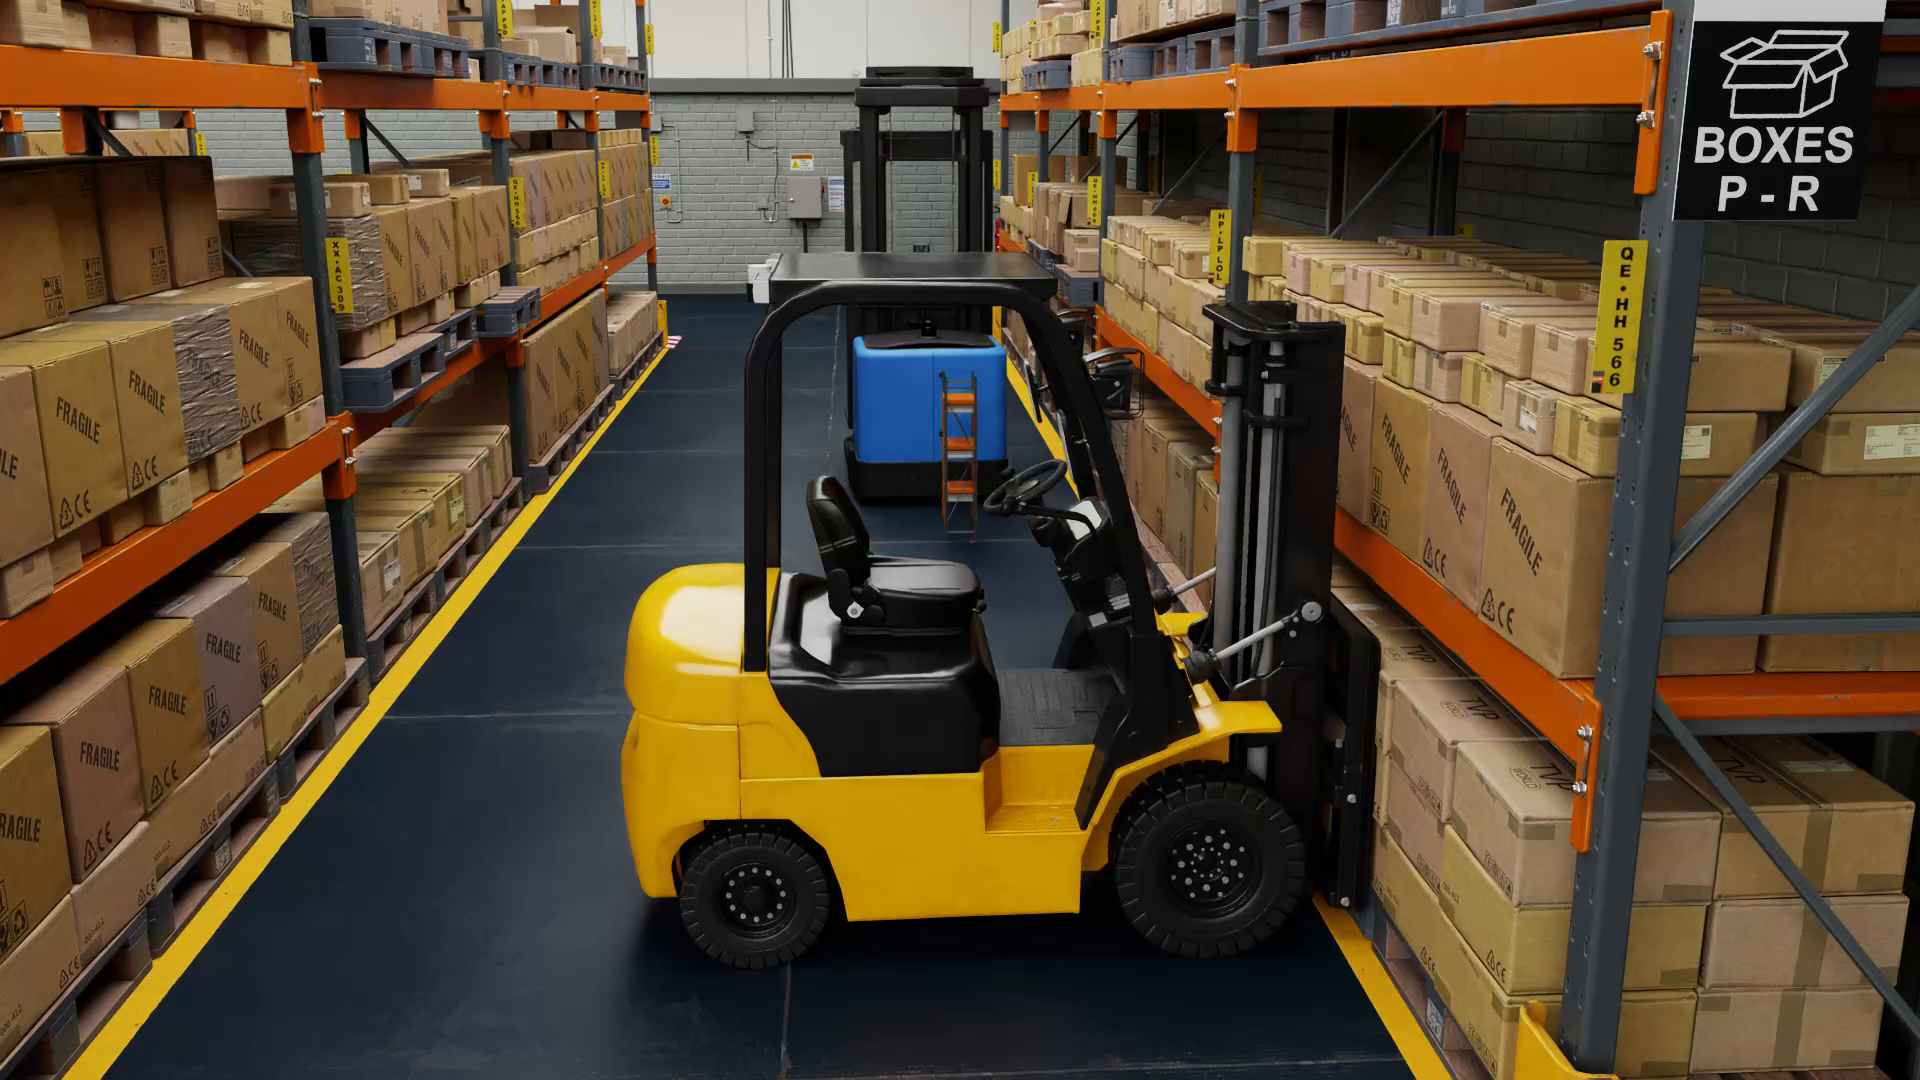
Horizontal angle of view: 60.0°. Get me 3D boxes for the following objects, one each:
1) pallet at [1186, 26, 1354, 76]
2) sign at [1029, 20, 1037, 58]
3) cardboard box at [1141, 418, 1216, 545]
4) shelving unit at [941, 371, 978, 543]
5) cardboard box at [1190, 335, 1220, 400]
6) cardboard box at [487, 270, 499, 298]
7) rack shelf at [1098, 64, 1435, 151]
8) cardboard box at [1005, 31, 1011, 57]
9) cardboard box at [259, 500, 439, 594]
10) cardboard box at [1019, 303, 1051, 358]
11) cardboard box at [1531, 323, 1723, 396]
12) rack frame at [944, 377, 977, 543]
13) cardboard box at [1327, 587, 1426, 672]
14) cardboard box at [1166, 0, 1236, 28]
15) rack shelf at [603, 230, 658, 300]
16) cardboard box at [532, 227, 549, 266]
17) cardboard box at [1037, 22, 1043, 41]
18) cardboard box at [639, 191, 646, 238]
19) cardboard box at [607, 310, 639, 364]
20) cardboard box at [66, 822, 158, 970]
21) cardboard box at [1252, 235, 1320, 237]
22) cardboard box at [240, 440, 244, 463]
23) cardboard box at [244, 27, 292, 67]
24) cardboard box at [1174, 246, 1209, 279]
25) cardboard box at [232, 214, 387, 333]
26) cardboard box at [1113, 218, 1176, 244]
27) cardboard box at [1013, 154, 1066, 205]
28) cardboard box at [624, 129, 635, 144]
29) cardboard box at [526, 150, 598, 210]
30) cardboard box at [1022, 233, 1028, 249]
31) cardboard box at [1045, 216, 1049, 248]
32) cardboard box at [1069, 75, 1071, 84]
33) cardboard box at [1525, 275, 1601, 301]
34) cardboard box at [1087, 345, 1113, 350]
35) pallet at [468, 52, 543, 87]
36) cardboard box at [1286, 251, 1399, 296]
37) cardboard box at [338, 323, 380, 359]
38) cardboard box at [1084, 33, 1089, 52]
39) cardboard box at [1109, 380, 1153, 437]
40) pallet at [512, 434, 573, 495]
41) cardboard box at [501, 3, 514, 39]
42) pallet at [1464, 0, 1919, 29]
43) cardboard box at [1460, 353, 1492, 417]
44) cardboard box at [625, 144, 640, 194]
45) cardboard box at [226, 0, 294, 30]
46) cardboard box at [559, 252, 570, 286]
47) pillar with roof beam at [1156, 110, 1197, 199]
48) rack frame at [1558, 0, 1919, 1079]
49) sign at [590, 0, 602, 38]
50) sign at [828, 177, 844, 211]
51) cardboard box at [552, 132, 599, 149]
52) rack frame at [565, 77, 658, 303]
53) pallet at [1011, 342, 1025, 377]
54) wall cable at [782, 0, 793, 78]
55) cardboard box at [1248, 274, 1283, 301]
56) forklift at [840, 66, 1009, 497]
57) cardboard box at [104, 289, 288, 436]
[{"bbox_3d":[1.639,-2.378,8.114,0.805,0.209,1.217,-1,15,-6],"label":"pallet"},{"bbox_3d":[0.669,-4.482,14.867,0.100,0.325,0.005,-1,14,-3],"label":"sign"},{"bbox_3d":[1.574,-0.362,9.837,0.875,0.625,0.625,-1,15,-6],"label":"cardboard box"},{"bbox_3d":[-0.003,-0.522,10.447,0.215,1.050,0.252,-1,14,-3],"label":"shelving unit"},{"bbox_3d":[1.414,-0.848,8.103,0.500,0.250,0.500,-1,14,-2],"label":"cardboard box"},{"bbox_3d":[-3.091,-1.593,10.358,0.380,0.149,0.250,-1,14,-4],"label":"cardboard box"},{"bbox_3d":[1.582,-2.401,9.262,1.077,0.370,4.000,-1,14,-3],"label":"rack shelf"},{"bbox_3d":[0.752,-5.309,17.821,0.500,0.250,0.500,-1,14,-4],"label":"cardboard box"},{"bbox_3d":[-3.331,0.038,8.788,0.950,0.372,0.625,0,14,0],"label":"cardboard box"},{"bbox_3d":[0.985,-2.151,17.042,0.700,0.500,0.500,-1,14,-6],"label":"cardboard box"},{"bbox_3d":[1.675,-0.458,4.186,0.380,0.149,0.250,-1,14,-3],"label":"cardboard box"},{"bbox_3d":[0.004,-0.491,10.329,0.200,1.050,0.008,-1,14,-3],"label":"rack frame"},{"bbox_3d":[1.512,0.352,5.809,0.500,0.250,0.500,-1,14,-5],"label":"cardboard box"},{"bbox_3d":[1.371,-2.828,8.612,0.500,0.311,0.500,-1,14,-5],"label":"cardboard box"},{"bbox_3d":[-3.867,-2.860,17.067,1.077,0.370,4.000,-1,14,-3],"label":"rack shelf"},{"bbox_3d":[-3.311,-2.144,12.138,0.500,0.250,0.500,-1,14,-2],"label":"cardboard box"},{"bbox_3d":[0.852,-4.306,14.085,0.380,0.149,0.250,-1,14,-4],"label":"cardboard box"},{"bbox_3d":[-3.681,-3.513,17.961,0.500,0.500,0.500,-1,14,-5],"label":"cardboard box"},{"bbox_3d":[-3.731,-2.054,16.790,0.875,0.438,0.875,-1,14,-5],"label":"cardboard box"},{"bbox_3d":[-2.798,1.070,5.025,0.500,0.250,0.500,0,14,-1],"label":"cardboard box"},{"bbox_3d":[1.851,-1.632,9.348,0.380,0.149,0.250,-1,14,-3],"label":"cardboard box"},{"bbox_3d":[-2.961,-0.335,6.311,0.380,0.149,0.250,-1,14,-4],"label":"cardboard box"},{"bbox_3d":[-2.923,-1.979,6.682,0.380,0.149,0.250,-1,14,-3],"label":"cardboard box"},{"bbox_3d":[1.318,-1.432,8.571,0.380,0.149,0.250,-1,14,-5],"label":"cardboard box"},{"bbox_3d":[-2.991,-1.238,7.680,0.500,0.500,0.500,-1,14,-2],"label":"cardboard box"},{"bbox_3d":[1.202,-2.006,10.802,0.380,0.149,0.250,-1,14,-2],"label":"cardboard box"},{"bbox_3d":[0.815,-3.728,17.195,0.500,0.500,0.500,-1,14,-2],"label":"cardboard box"},{"bbox_3d":[-3.655,-4.278,17.623,0.380,0.149,0.250,-1,14,-2],"label":"cardboard box"},{"bbox_3d":[-3.465,-3.137,14.490,0.500,0.500,0.500,0,14,-2],"label":"cardboard box"},{"bbox_3d":[0.828,-3.000,16.670,0.380,0.149,0.250,-1,14,-4],"label":"cardboard box"},{"bbox_3d":[0.914,-2.576,13.944,0.396,0.266,0.258,0,14,-1],"label":"cardboard box"},{"bbox_3d":[0.893,-4.205,15.333,0.380,0.149,0.250,-1,14,-4],"label":"cardboard box"},{"bbox_3d":[2.079,-0.783,5.450,0.380,0.149,0.250,-1,14,-3],"label":"cardboard box"},{"bbox_3d":[1.184,-1.420,12.897,0.380,0.149,0.250,0,14,-2],"label":"cardboard box"},{"bbox_3d":[-3.588,-3.237,11.447,1.213,0.211,1.003,0,14,-1],"label":"pallet"},{"bbox_3d":[1.474,-1.029,6.408,0.380,0.149,0.250,-1,14,-2],"label":"cardboard box"},{"bbox_3d":[-2.967,-0.946,7.843,0.380,0.149,0.250,-1,14,-3],"label":"cardboard box"},{"bbox_3d":[1.143,-3.772,12.648,0.380,0.149,0.250,0,14,-2],"label":"cardboard box"},{"bbox_3d":[1.218,-0.889,12.134,0.500,0.500,0.500,0,14,-2],"label":"cardboard box"},{"bbox_3d":[-3.469,-0.563,12.292,1.003,0.211,1.213,-1,14,-3],"label":"pallet"},{"bbox_3d":[-3.978,-4.192,13.736,0.500,0.500,0.500,-1,14,-4],"label":"cardboard box"},{"bbox_3d":[1.936,-1.390,4.068,1.003,0.211,1.213,-1,14,-3],"label":"pallet"},{"bbox_3d":[1.648,-0.439,4.711,0.380,0.149,0.250,-1,14,-4],"label":"cardboard box"},{"bbox_3d":[-3.635,-3.870,17.340,0.500,0.500,0.500,-1,14,-4],"label":"cardboard box"},{"bbox_3d":[-2.951,-2.140,6.507,0.500,0.250,0.500,-1,14,-4],"label":"cardboard box"},{"bbox_3d":[-3.385,-2.150,13.164,0.500,0.250,0.500,-1,14,-3],"label":"cardboard box"},{"bbox_3d":[-2.230,-5.815,15.067,9.100,9.000,0.400,-1,14,-3],"label":"pillar with roof beam"},{"bbox_3d":[1.951,0.196,3.746,0.949,2.616,0.053,-1,14,-3],"label":"rack frame"},{"bbox_3d":[-3.202,-4.577,14.609,0.100,0.325,0.005,-1,14,-3],"label":"sign"},{"bbox_3d":[-1.778,-5.117,24.586,0.329,0.494,0.001,-1,14,-3],"label":"sign"},{"bbox_3d":[-3.504,-3.641,15.147,0.380,0.149,0.250,-1,14,-4],"label":"cardboard box"},{"bbox_3d":[-3.991,-3.706,18.910,1.000,3.000,0.127,-1,14,-3],"label":"rack frame"},{"bbox_3d":[1.090,-1.913,17.539,1.003,0.211,1.213,-1,14,-3],"label":"pallet"},{"bbox_3d":[-1.091,-8.084,23.813,2.988,3.039,0.133,-1,14,-3],"label":"wall cable"},{"bbox_3d":[1.463,-1.078,7.195,0.380,0.149,0.250,-1,14,-4],"label":"cardboard box"},{"bbox_3d":[-0.327,-2.027,12.523,1.130,2.935,3.031,-1,14,-6],"label":"forklift"},{"bbox_3d":[-2.933,-0.679,6.350,0.500,0.500,0.500,0,14,-2],"label":"cardboard box"}]
